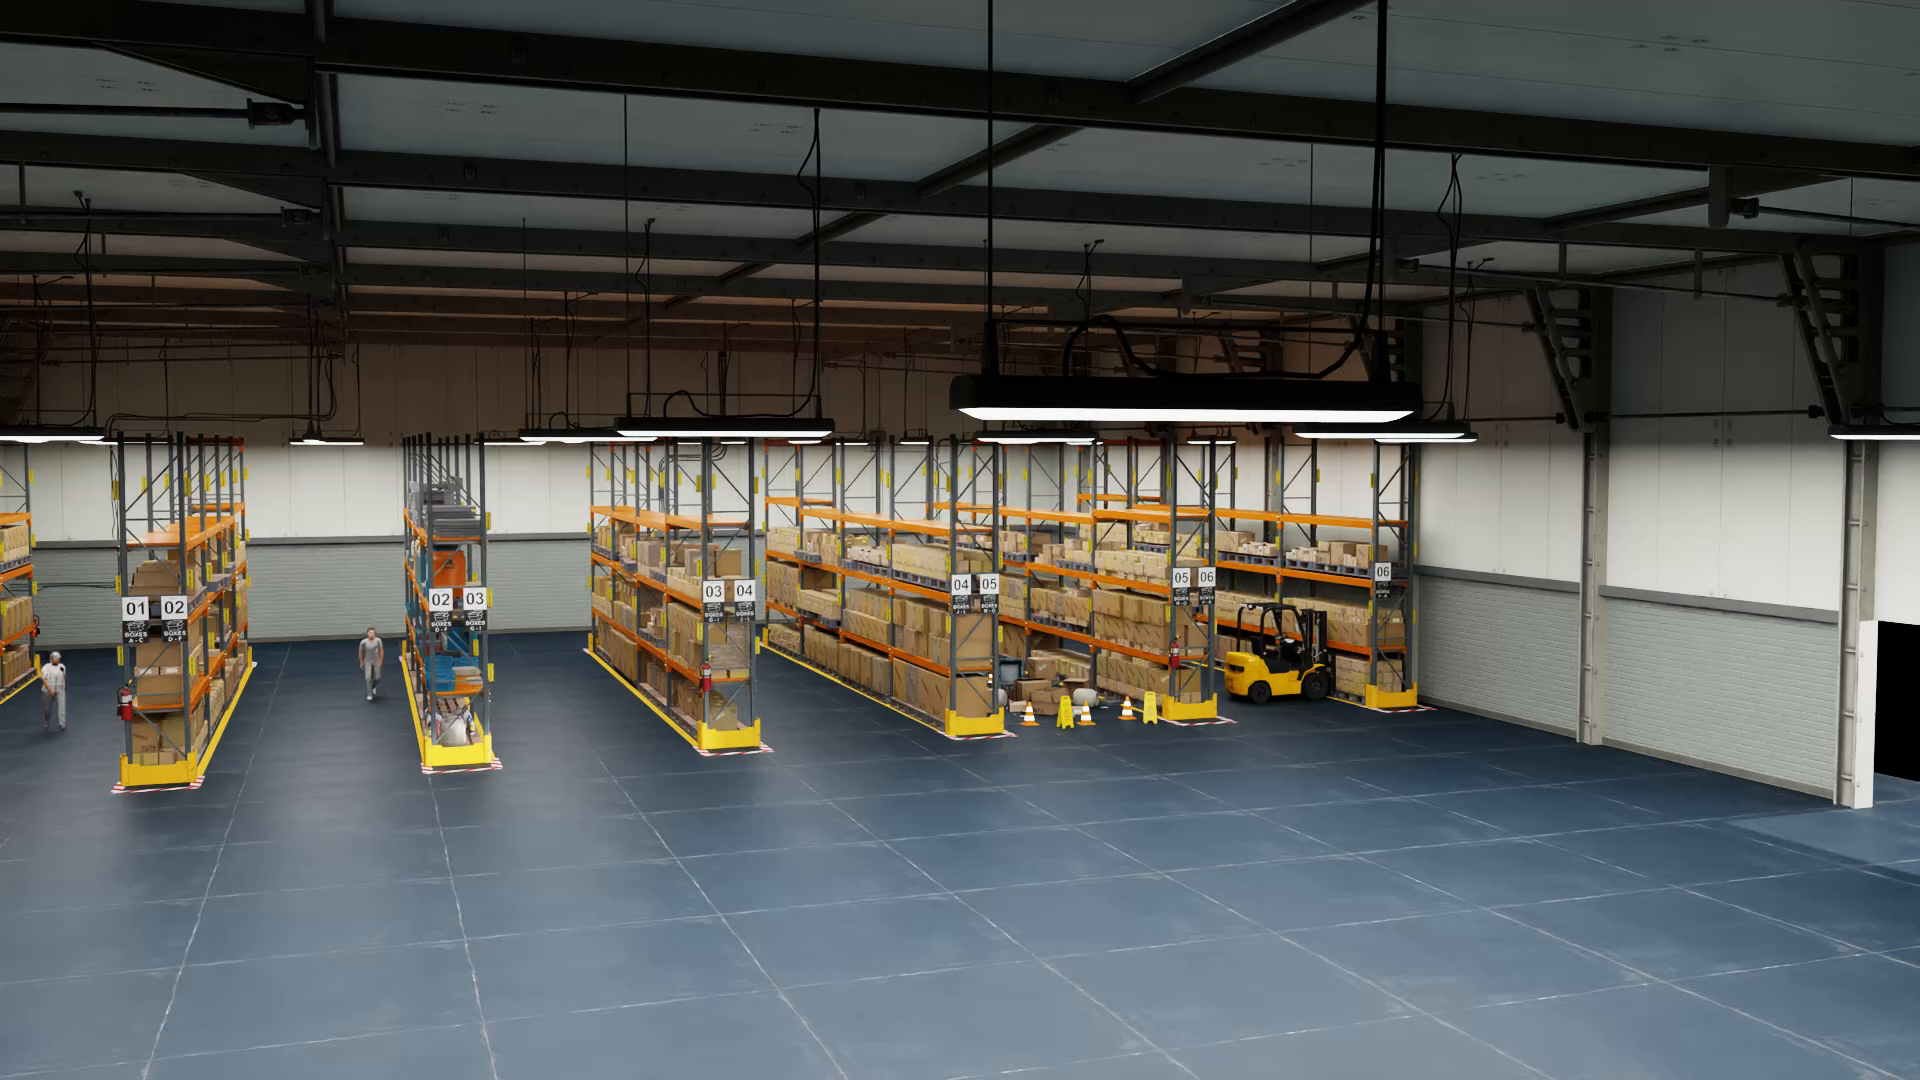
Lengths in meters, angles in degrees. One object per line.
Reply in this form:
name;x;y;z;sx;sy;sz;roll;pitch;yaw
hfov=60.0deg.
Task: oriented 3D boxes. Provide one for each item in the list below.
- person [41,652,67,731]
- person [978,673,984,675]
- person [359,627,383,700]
person;-18.301;3.056;33.626;0.457;1.581;1.089;-2;4;-38
person;0.378;2.626;41.378;0.456;1.586;0.443;-1;3;-11
person;-13.457;2.801;37.982;0.522;1.655;0.638;-2;4;-26
